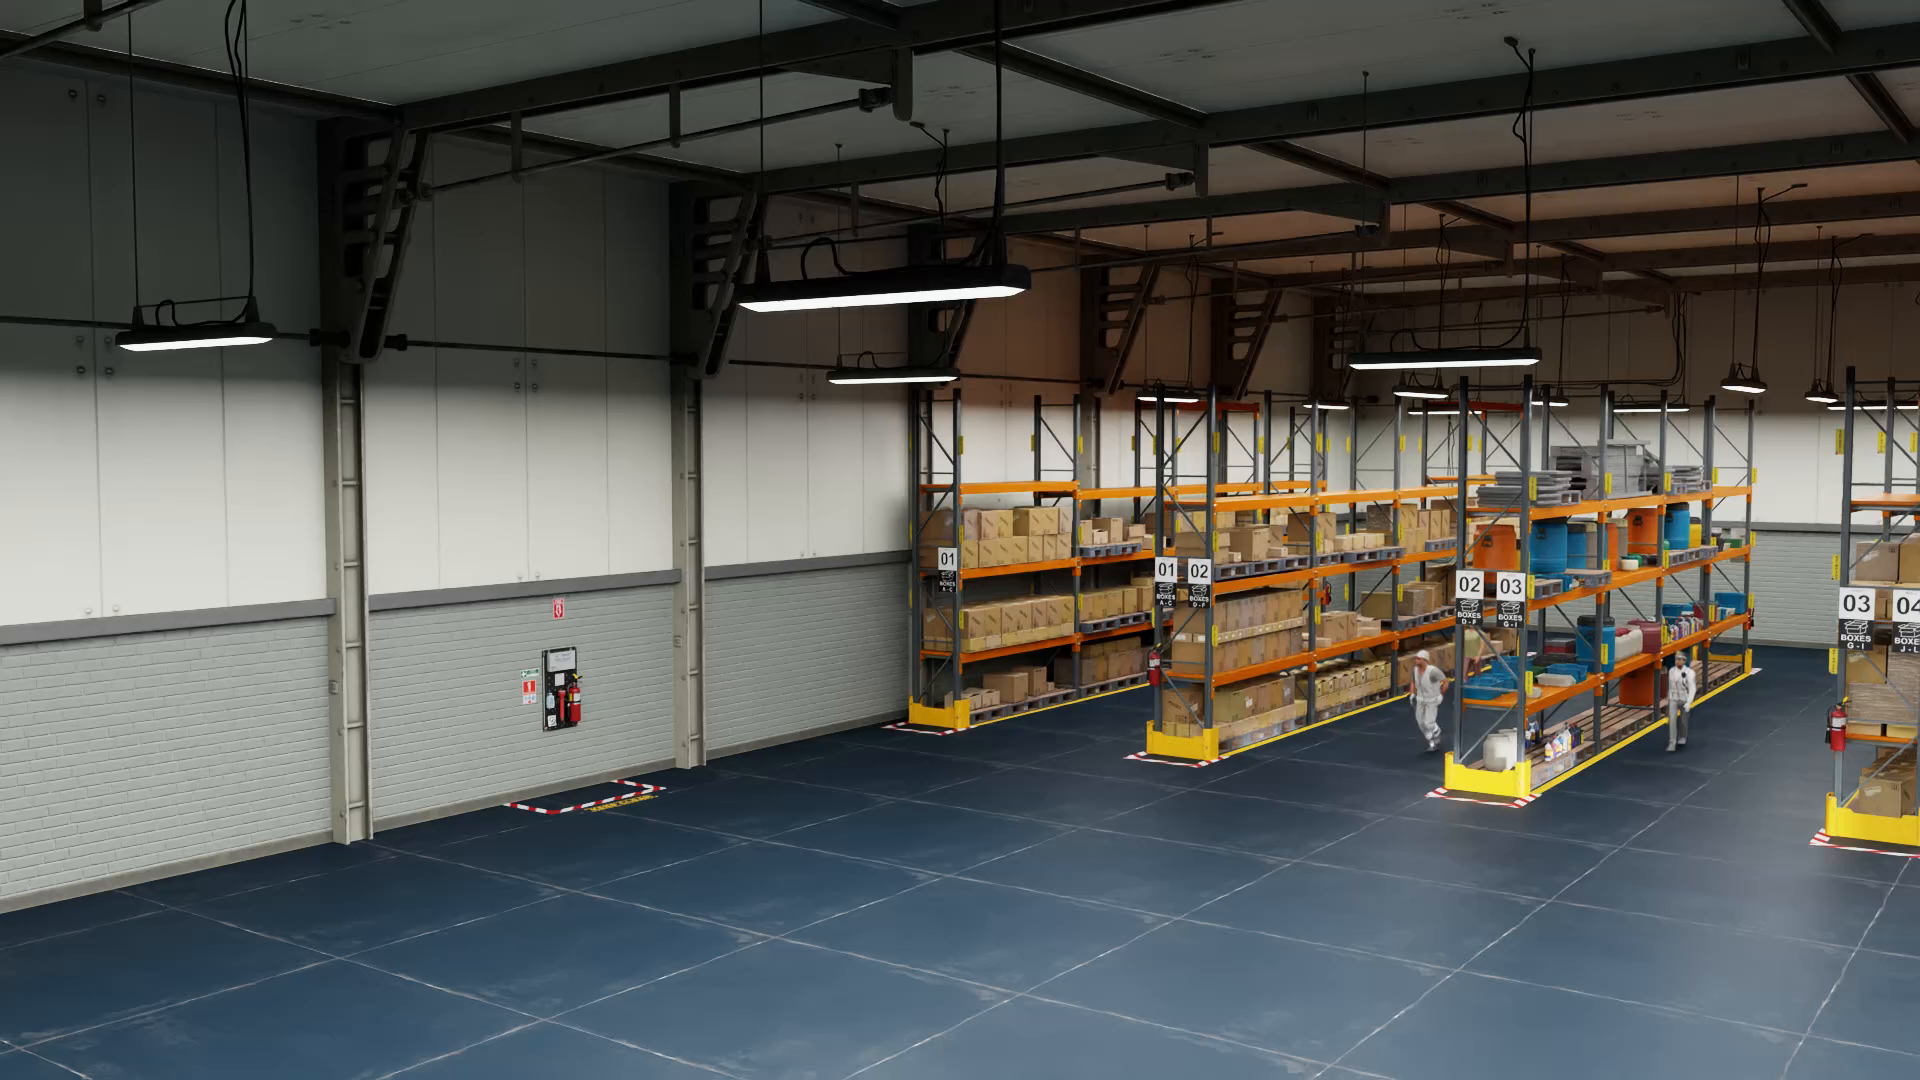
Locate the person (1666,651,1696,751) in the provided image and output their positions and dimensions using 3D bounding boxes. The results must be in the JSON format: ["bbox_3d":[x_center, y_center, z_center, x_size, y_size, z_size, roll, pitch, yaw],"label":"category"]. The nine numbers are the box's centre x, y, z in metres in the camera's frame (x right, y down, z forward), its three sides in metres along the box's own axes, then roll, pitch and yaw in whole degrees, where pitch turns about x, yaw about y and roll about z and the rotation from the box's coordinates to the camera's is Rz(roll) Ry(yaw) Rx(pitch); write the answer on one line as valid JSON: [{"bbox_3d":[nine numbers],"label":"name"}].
[{"bbox_3d":[11.824,2.618,27.258,0.424,1.618,1.051,2,4,25],"label":"person"}]

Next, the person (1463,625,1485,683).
[{"bbox_3d":[10.073,2.304,32.688,0.444,1.600,1.044,2,4,26],"label":"person"}]

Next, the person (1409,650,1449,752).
[{"bbox_3d":[7.643,2.621,27.072,0.695,1.688,0.615,3,4,43],"label":"person"}]
